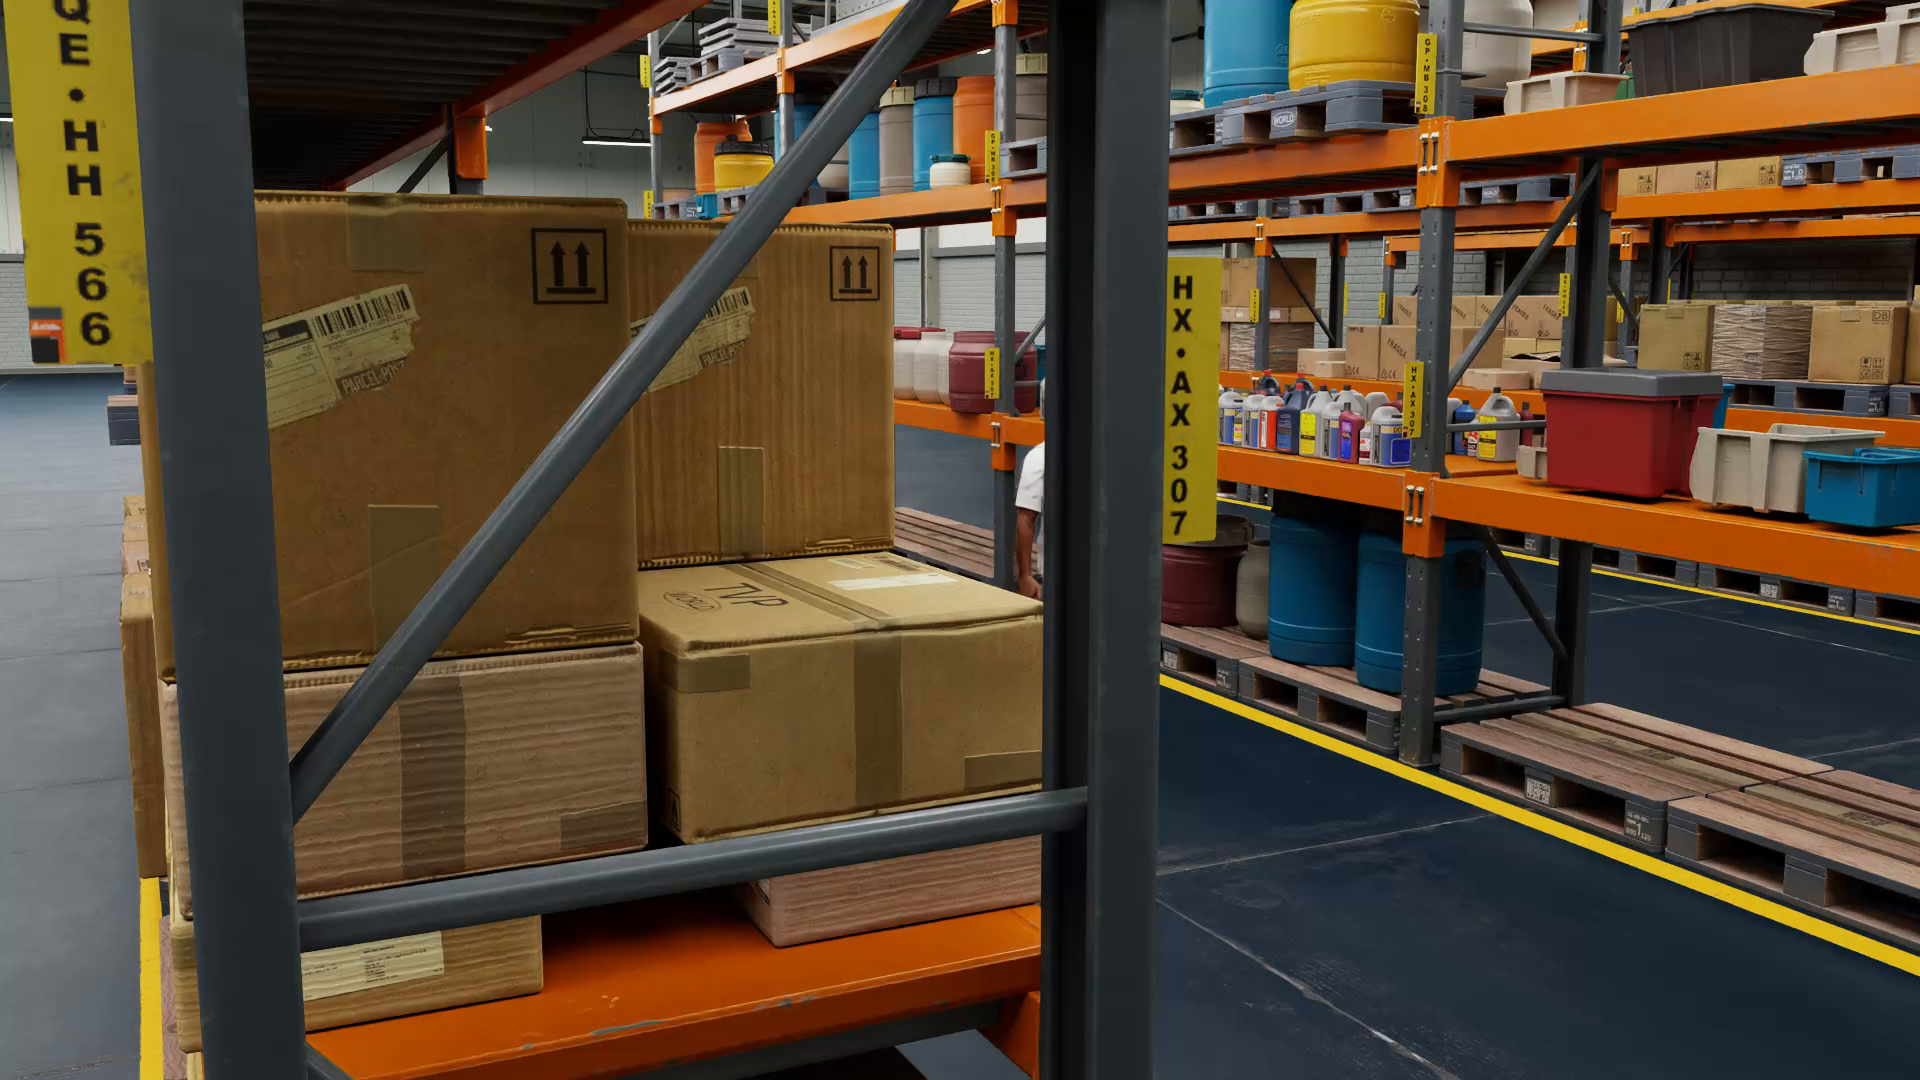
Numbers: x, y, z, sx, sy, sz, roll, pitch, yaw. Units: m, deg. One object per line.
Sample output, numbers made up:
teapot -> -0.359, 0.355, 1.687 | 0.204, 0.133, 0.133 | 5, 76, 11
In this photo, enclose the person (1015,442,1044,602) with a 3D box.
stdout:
person -> 0.526, 0.140, 7.297 | 0.592, 1.733, 0.900 | -1, 9, -8
